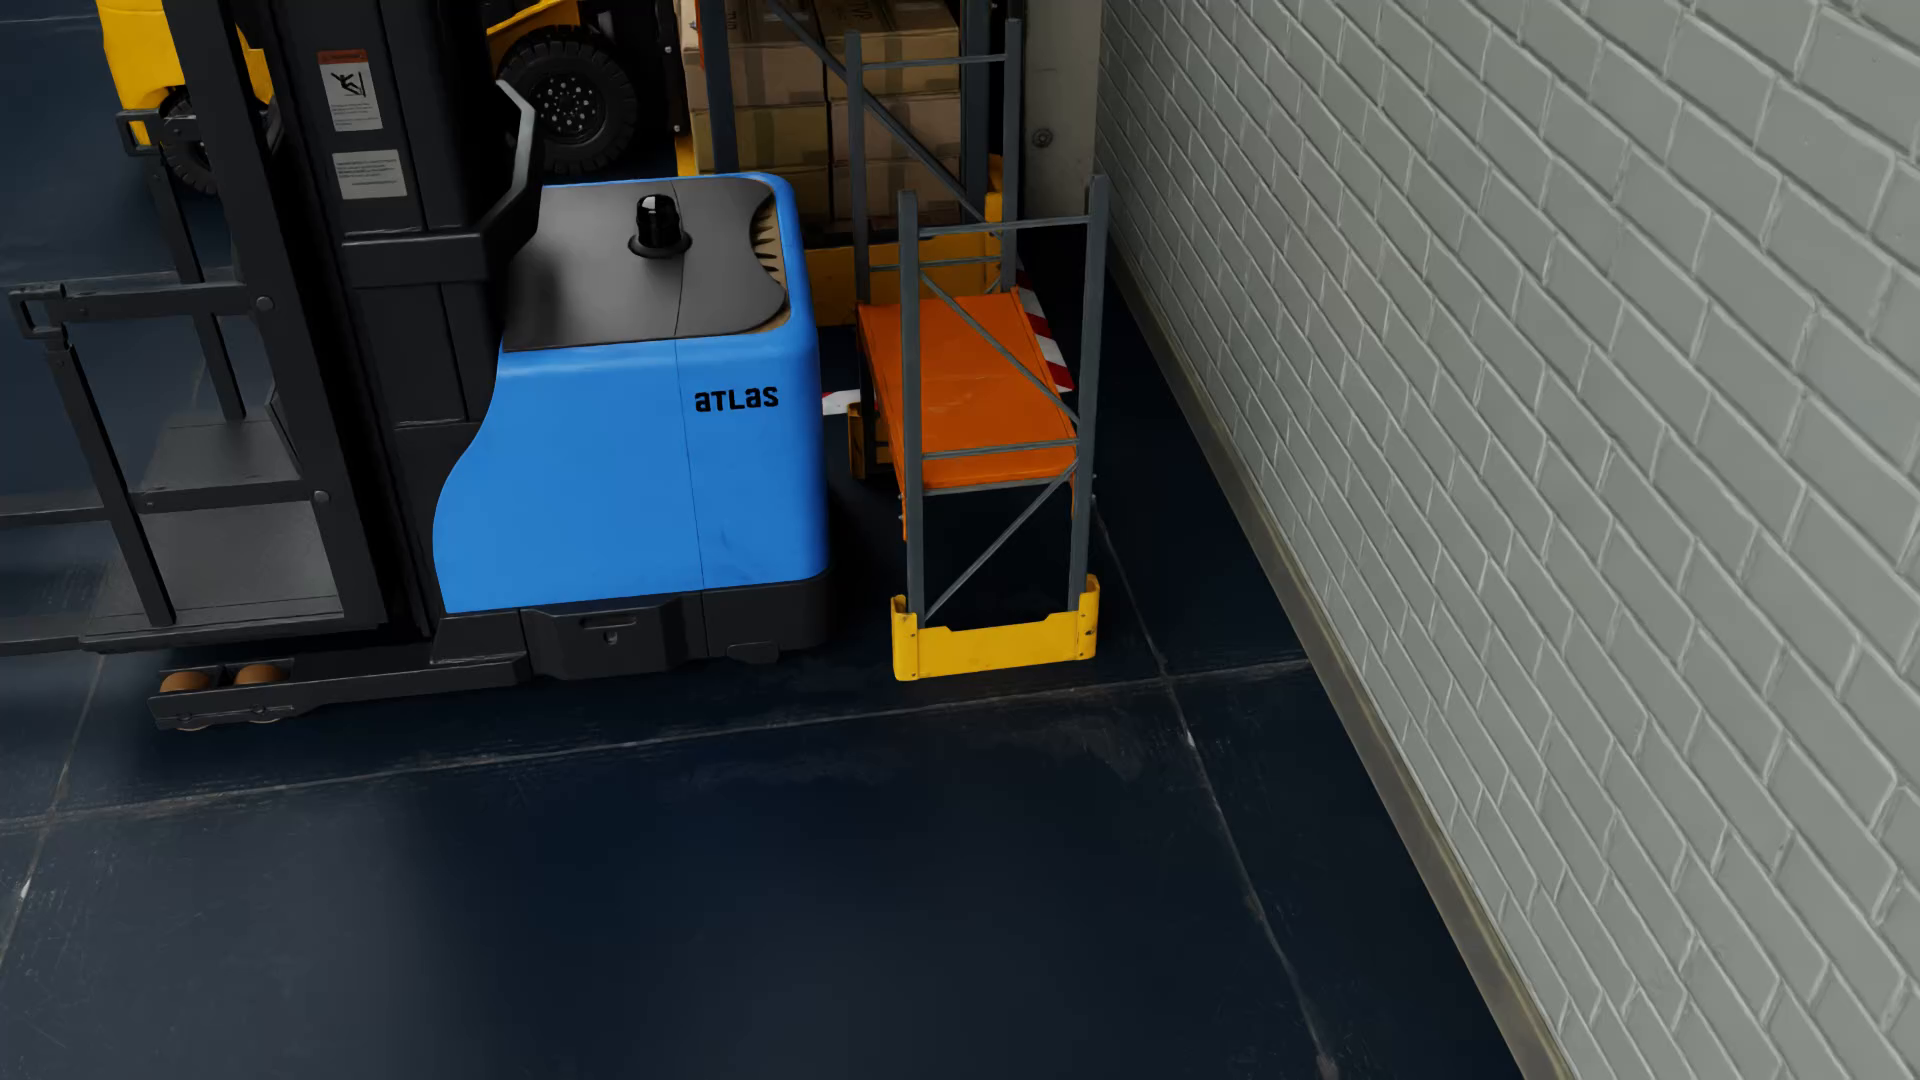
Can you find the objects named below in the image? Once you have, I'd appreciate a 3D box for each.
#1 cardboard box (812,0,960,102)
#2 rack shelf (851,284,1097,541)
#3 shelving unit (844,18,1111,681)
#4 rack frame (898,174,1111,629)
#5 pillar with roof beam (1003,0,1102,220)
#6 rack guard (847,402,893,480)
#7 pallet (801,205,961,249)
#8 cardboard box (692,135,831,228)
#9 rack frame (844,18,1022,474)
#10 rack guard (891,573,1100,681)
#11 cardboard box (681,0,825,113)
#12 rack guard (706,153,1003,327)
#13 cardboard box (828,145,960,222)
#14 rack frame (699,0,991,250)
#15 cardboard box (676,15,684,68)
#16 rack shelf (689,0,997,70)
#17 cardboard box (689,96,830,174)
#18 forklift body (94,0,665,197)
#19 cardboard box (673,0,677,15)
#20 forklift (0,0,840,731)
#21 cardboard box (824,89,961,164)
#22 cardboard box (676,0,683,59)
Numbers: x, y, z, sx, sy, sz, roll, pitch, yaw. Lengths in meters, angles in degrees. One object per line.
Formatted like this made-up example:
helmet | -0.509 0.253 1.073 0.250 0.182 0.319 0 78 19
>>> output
cardboard box | -0.293 -1.904 6.340 0.500 0.250 0.500 -7 38 -9
rack shelf | 0.015 -0.399 4.834 0.538 0.185 1.000 -6 38 -8
shelving unit | 0.013 -0.546 4.731 0.587 1.500 1.083 -6 38 -8
rack frame | 0.104 -0.234 4.328 0.500 1.500 0.032 -6 38 -8
pillar with roof beam | -3.868 -4.542 3.762 9.100 9.000 0.400 -6 38 -8
rack guard | -0.074 -0.353 5.501 0.587 0.250 0.087 -6 38 -8
pallet | -0.571 -1.475 6.976 1.003 0.211 1.213 -6 38 -8
cardboard box | -0.789 -1.449 6.568 0.500 0.250 0.500 -6 38 -8
rack frame | -0.074 -0.848 5.119 0.500 1.500 0.032 -6 38 -8
rack guard | 0.101 0.248 4.727 0.587 0.250 0.087 -6 38 -8
cardboard box | -0.783 -1.838 6.255 0.500 0.250 0.500 -5 38 -6
rack guard | -0.391 -1.117 6.280 1.175 0.500 0.348 -6 38 -8
cardboard box | -0.289 -1.516 6.656 0.500 0.250 0.500 -6 38 -8
rack frame | -0.395 -2.119 5.532 1.000 3.000 0.127 -6 38 -8
cardboard box | -0.977 -2.270 7.219 0.500 0.250 0.500 -7 38 -9
rack shelf | -0.746 -3.043 7.308 1.077 0.370 4.000 -6 38 -8
cardboard box | -0.788 -1.657 6.429 0.500 0.250 0.500 -7 38 -9
forklift body | -2.524 -2.733 7.014 2.313 2.155 1.214 -6 38 -8
cardboard box | -0.977 -2.450 7.042 0.500 0.250 0.500 -6 38 -7
forklift | -1.910 -0.981 4.124 3.031 2.935 1.130 -5 38 -7
cardboard box | -0.273 -1.702 6.488 0.500 0.250 0.500 -6 38 -7
cardboard box | -0.878 -2.146 6.651 0.500 0.250 0.500 -6 38 -7
